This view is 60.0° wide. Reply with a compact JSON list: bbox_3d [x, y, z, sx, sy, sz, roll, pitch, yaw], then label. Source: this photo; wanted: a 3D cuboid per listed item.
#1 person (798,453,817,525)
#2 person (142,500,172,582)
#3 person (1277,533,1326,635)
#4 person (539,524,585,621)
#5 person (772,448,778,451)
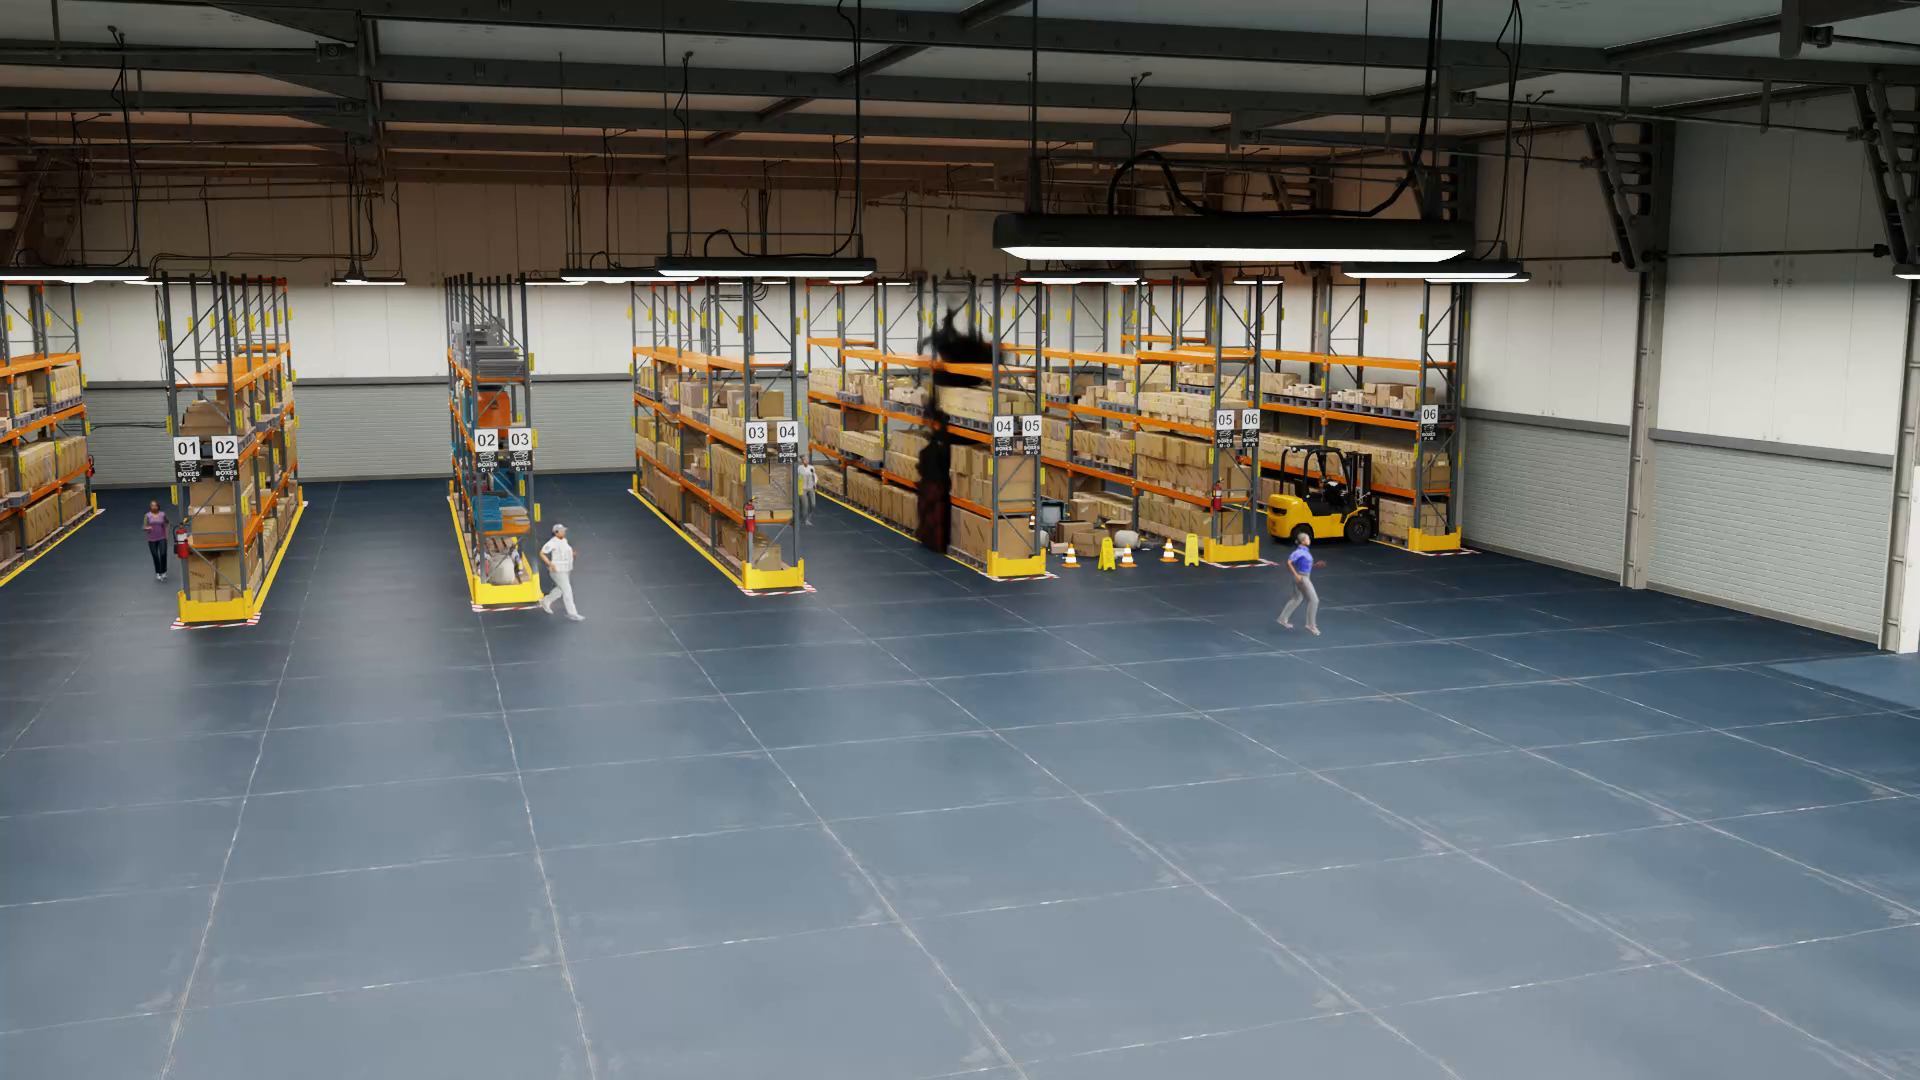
[{"bbox_3d":[-3.532,-1.172,38.389,0.592,1.665,0.501,-3,9,-22],"label":"person"},{"bbox_3d":[-15.742,0.025,32.636,0.517,1.608,0.639,-4,9,-23],"label":"person"},{"bbox_3d":[5.702,0.729,27.794,0.777,1.718,0.547,2,9,11],"label":"person"},{"bbox_3d":[-6.940,0.543,28.872,0.942,1.654,0.605,2,9,14],"label":"person"},{"bbox_3d":[-4.865,-2.046,45.870,0.714,1.778,0.936,-4,9,-23],"label":"person"}]
